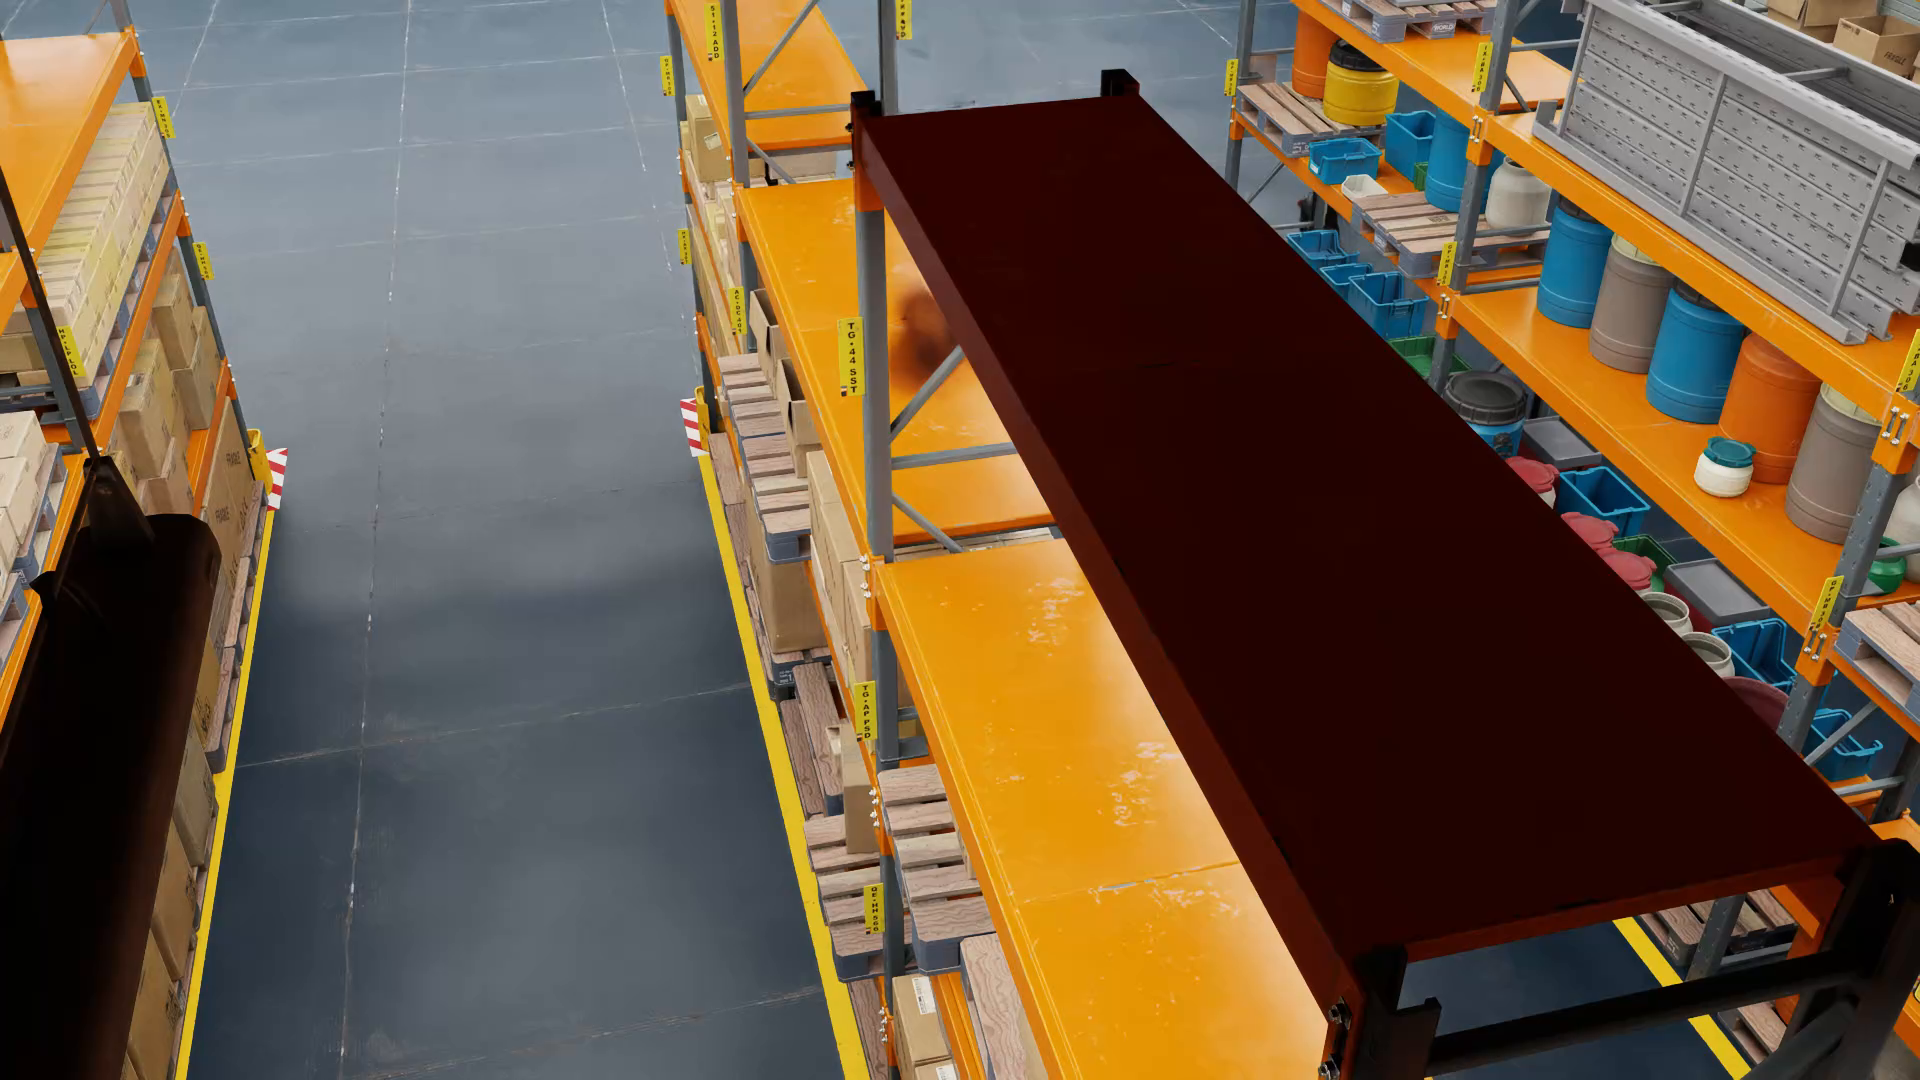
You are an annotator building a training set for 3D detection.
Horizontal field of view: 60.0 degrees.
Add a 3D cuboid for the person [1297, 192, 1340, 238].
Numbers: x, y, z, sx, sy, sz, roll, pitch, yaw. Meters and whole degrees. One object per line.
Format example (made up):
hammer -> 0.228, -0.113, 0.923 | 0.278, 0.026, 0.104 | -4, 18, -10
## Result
person -> 3.673, -3.004, 16.982 | 0.678, 1.761, 0.886 | -26, 42, -33
